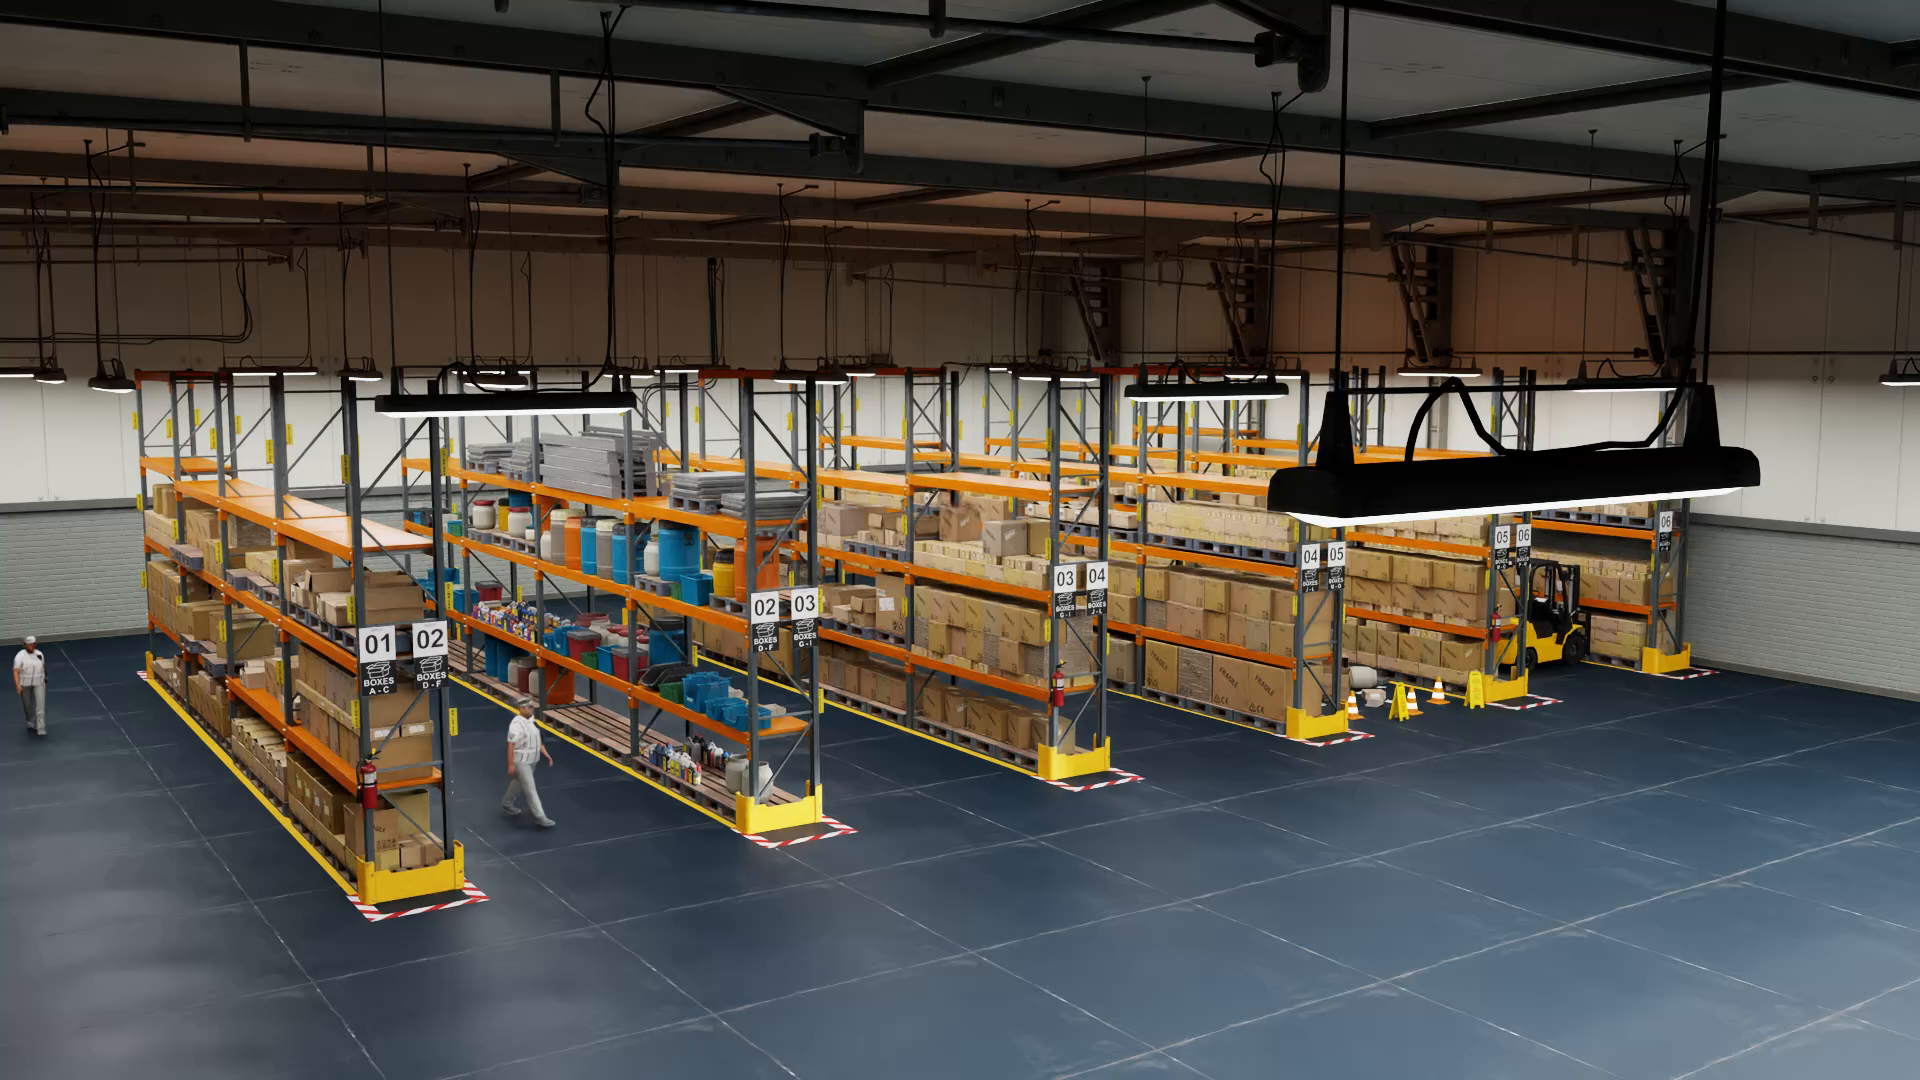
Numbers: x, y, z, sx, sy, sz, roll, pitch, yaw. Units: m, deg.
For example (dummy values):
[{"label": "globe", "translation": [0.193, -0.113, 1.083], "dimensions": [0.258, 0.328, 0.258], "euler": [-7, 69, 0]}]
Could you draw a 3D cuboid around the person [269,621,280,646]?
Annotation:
[{"label": "person", "translation": [-13.757, 1.717, 33.233], "dimensions": [0.688, 1.723, 1.148], "euler": [-5, 8, -40]}]

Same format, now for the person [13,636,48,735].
[{"label": "person", "translation": [-15.434, 2.397, 27.621], "dimensions": [0.494, 1.609, 1.001], "euler": [-3, 7, -28]}]

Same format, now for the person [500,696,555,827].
[{"label": "person", "translation": [-5.825, 2.931, 22.376], "dimensions": [1.114, 1.693, 0.618], "euler": [3, 7, 27]}]
